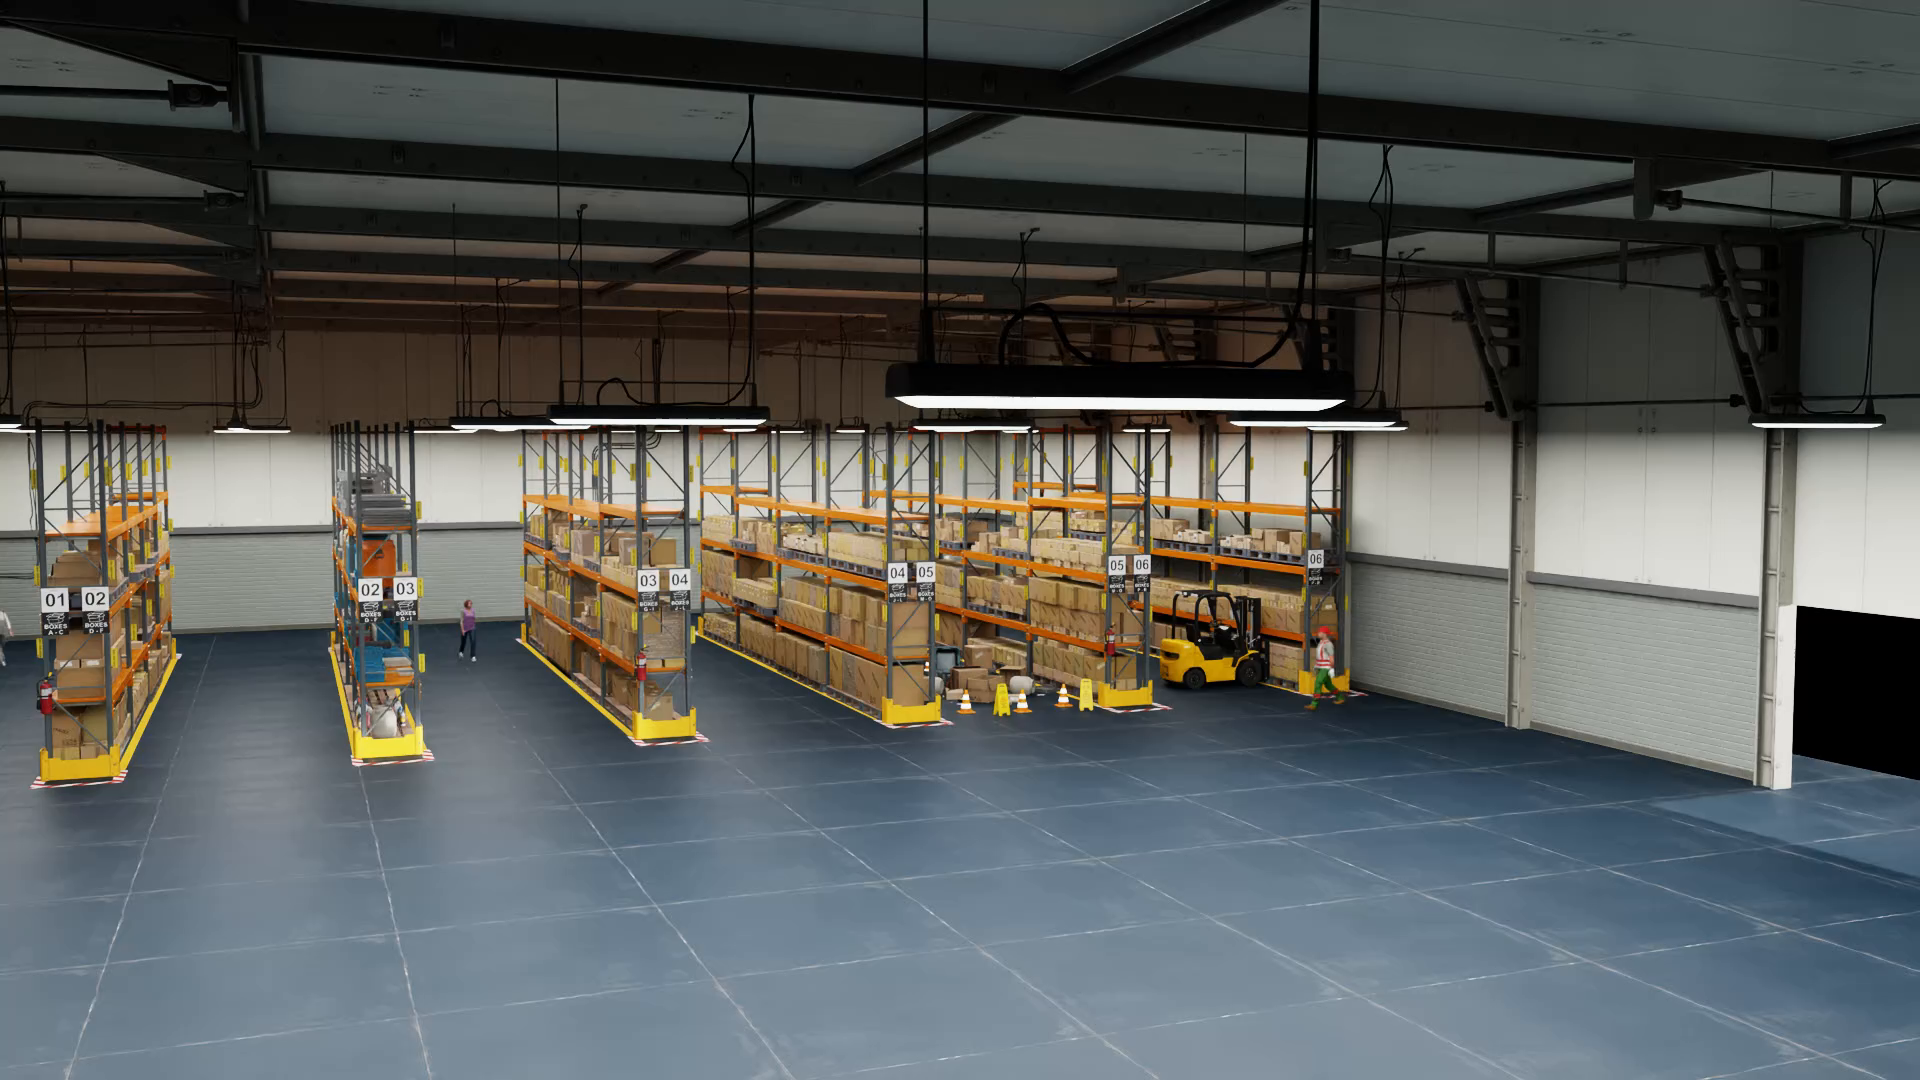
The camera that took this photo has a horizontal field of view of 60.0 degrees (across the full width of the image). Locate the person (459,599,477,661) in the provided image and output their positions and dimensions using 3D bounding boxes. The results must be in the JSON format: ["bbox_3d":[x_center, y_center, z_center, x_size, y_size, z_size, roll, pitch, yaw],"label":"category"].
[{"bbox_3d":[-12.547,2.283,42.314,0.396,1.553,0.888,-2,4,-31],"label":"person"}]

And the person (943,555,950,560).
[{"bbox_3d":[-0.449,1.374,55.178,0.485,1.765,0.546,-3,4,-37],"label":"person"}]

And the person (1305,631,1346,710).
[{"bbox_3d":[7.649,2.700,34.770,1.075,1.697,0.554,-1,4,-19],"label":"person"}]

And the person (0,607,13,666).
[{"bbox_3d":[-23.945,2.340,41.468,0.541,1.537,0.937,-3,5,-41],"label":"person"}]
